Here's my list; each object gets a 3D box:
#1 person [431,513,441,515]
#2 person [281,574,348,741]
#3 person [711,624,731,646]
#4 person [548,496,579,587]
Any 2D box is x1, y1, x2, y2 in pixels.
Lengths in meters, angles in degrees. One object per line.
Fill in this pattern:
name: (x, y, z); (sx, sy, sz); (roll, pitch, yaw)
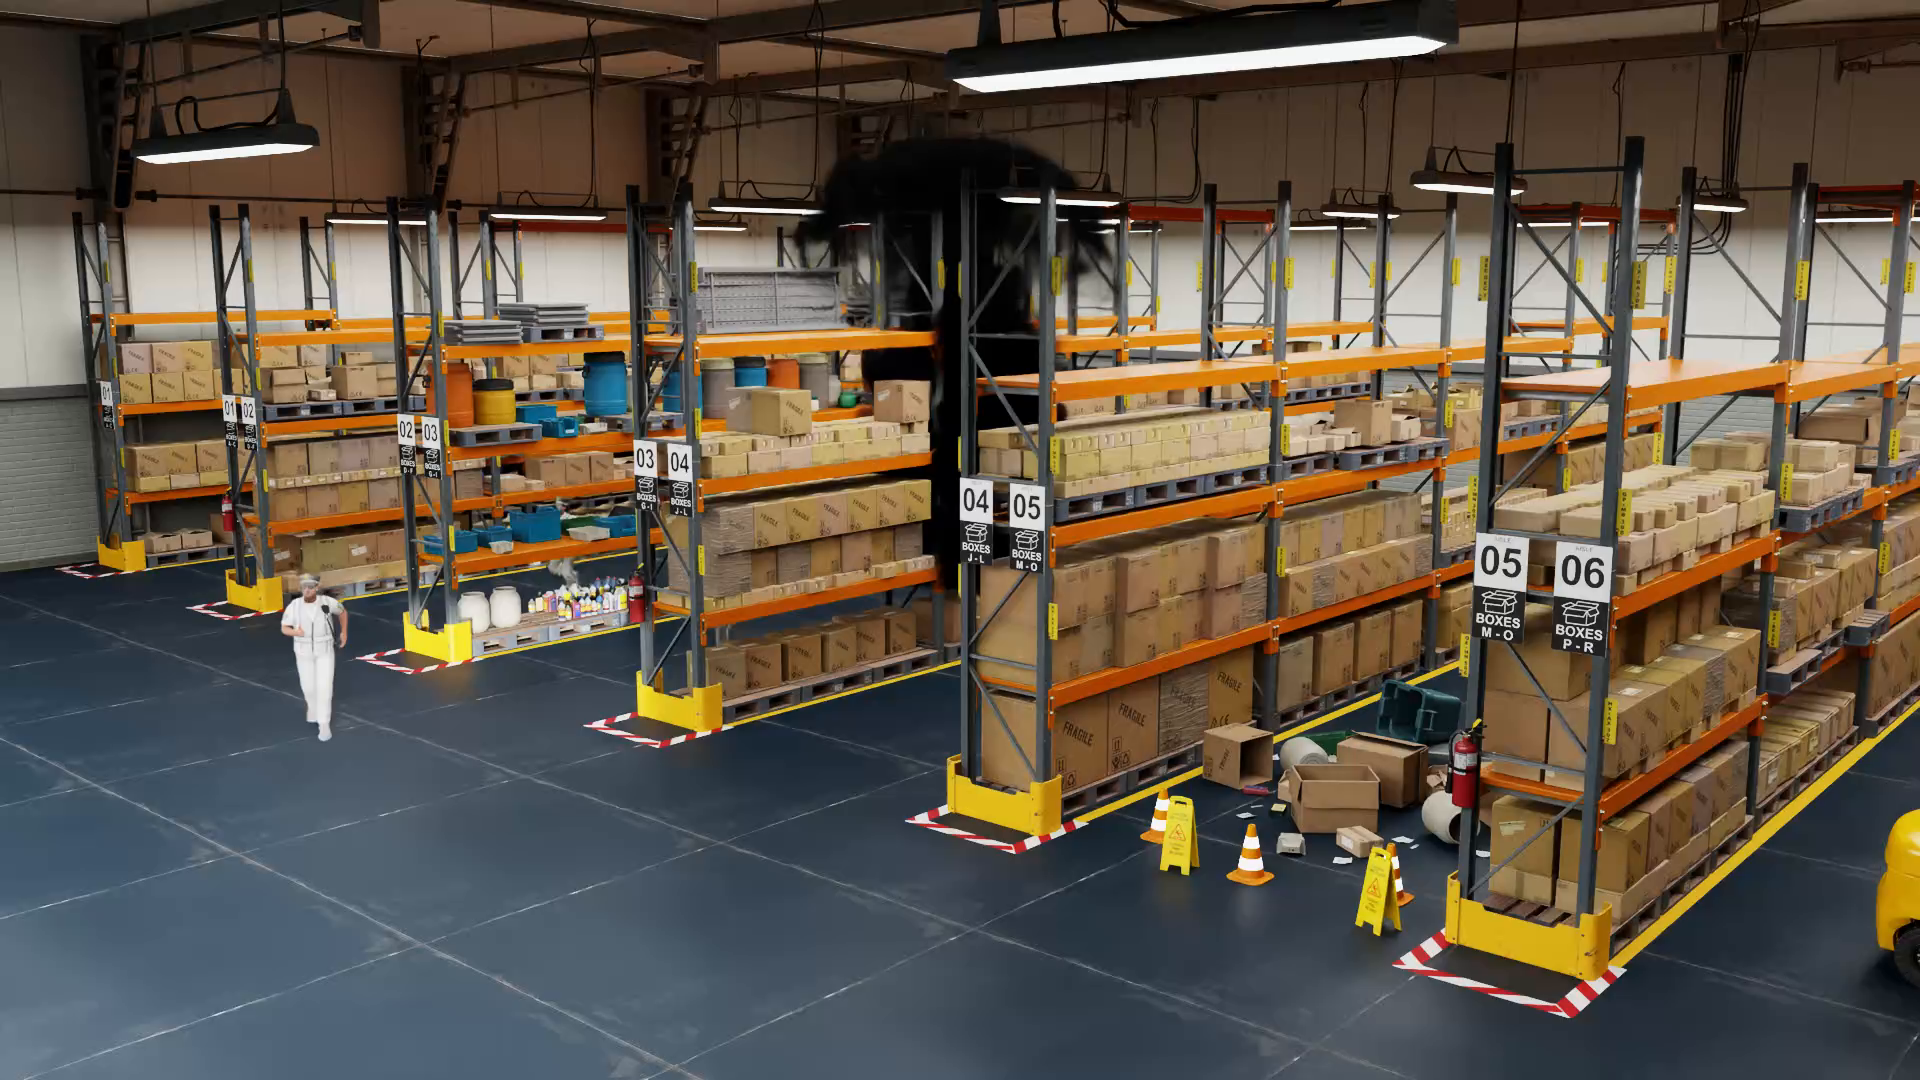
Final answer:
person: (-9.369, -0.578, 29.847); (0.584, 1.710, 0.718); (7, 12, 37)
person: (-7.137, 1.239, 18.400); (0.671, 1.768, 1.036); (-2, 10, -14)
person: (-3.183, 0.841, 22.071); (0.593, 1.392, 0.576); (6, 11, 31)
person: (-6.121, 0.135, 25.556); (0.654, 1.642, 0.601); (8, 12, 39)
